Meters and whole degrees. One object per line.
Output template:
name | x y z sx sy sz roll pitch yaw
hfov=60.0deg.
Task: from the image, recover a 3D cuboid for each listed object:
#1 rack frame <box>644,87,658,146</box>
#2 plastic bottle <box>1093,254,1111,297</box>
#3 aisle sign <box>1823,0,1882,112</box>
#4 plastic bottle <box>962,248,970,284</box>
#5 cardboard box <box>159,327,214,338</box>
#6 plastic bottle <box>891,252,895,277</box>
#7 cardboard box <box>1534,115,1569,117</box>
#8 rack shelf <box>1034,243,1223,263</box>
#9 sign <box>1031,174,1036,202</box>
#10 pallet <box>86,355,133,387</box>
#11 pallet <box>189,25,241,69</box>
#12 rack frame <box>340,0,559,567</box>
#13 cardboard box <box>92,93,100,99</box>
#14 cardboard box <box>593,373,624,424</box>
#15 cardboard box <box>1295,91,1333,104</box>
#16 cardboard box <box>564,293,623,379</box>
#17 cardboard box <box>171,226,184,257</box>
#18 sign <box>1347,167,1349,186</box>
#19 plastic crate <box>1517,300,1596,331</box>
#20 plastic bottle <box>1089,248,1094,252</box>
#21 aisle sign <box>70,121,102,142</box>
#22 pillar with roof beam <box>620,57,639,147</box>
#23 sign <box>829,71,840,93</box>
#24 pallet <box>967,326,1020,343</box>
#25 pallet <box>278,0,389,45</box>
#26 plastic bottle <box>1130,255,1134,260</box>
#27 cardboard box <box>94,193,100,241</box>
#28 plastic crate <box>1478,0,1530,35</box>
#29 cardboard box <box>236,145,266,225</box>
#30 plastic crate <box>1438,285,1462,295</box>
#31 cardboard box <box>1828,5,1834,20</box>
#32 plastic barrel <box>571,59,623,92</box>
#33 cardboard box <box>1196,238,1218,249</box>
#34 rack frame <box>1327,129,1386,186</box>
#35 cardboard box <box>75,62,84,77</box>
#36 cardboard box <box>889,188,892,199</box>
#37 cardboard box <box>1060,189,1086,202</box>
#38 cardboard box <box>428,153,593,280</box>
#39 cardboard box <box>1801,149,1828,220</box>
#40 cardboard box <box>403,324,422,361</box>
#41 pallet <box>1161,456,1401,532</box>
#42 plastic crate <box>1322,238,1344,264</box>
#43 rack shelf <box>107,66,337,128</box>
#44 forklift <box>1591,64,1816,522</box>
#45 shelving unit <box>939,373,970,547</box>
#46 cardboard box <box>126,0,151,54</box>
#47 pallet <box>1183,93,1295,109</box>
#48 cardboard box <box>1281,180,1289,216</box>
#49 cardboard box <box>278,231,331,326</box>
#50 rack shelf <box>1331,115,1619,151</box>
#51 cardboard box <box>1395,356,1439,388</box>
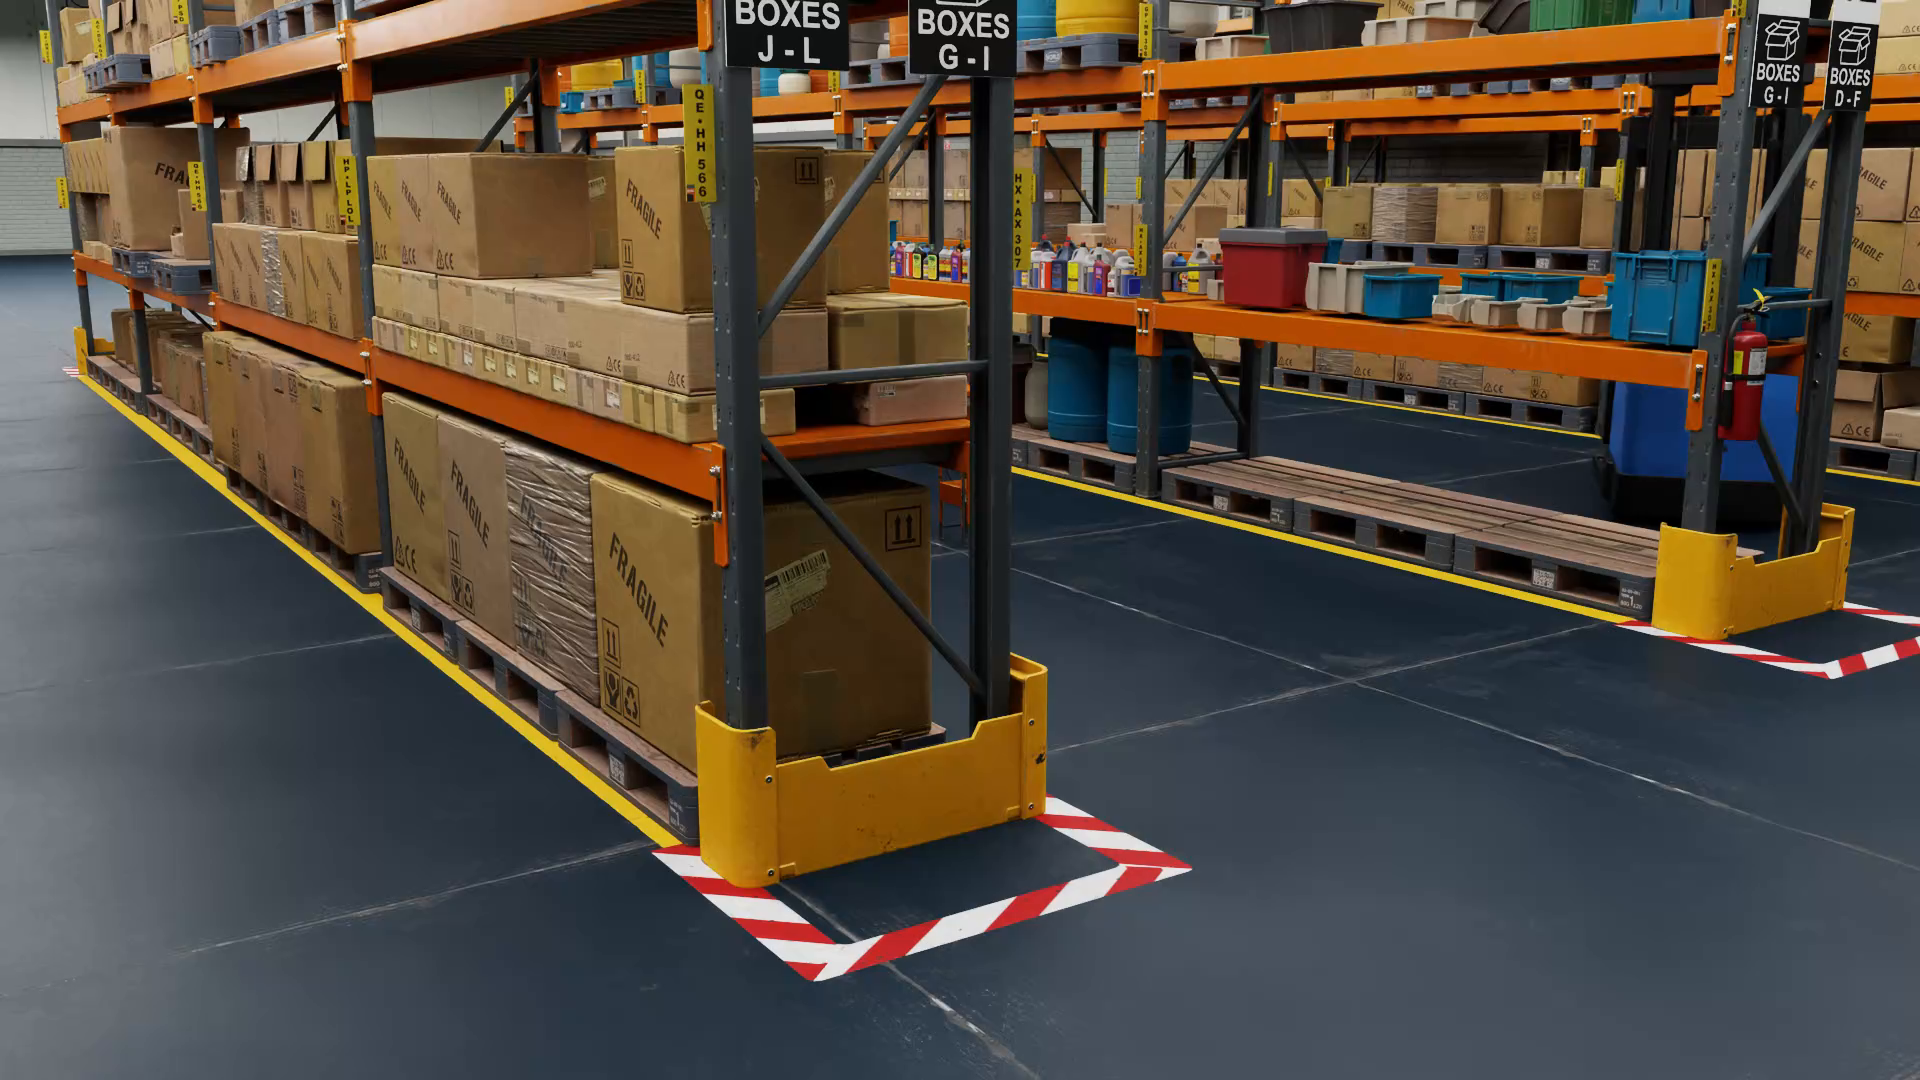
rack frame | -2.803 -3.228 17.603 1.000 3.000 0.127 -8 15 -33
plastic bottle | 0.975 -1.816 11.418 0.061 0.283 0.133 -8 15 -33
aisle sign | 4.132 -2.386 7.668 0.394 0.787 0.004 -8 15 -33
plastic bottle | 0.065 -2.110 12.788 0.097 0.271 0.097 0 12 0
cardboard box | -7.115 -1.702 15.491 0.500 0.500 0.500 -9 15 -34
plastic bottle | -0.521 -2.263 13.656 0.097 0.201 0.097 0 12 0
cardboard box | 7.037 -5.217 19.838 0.500 0.311 0.500 -8 15 -33
rack shelf | 2.430 -3.107 18.731 1.077 0.370 4.000 -8 15 -33
sign | 0.861 -4.210 19.878 0.100 0.325 0.005 -8 15 -33
pallet | -8.680 -1.829 17.731 1.003 0.211 1.213 -8 15 -33
pallet | -4.309 -3.196 10.874 1.213 0.211 1.003 -7 14 -30
rack frame | -2.494 -1.219 8.416 1.000 3.000 0.127 -8 15 -33
cardboard box | -7.677 -4.178 15.277 0.500 0.250 0.500 -8 14 -31
cardboard box | -1.034 -0.501 5.717 0.380 0.149 0.250 -8 15 -33
cardboard box | 3.808 -4.543 16.360 0.910 0.500 0.500 -8 15 -33
cardboard box | -1.048 -0.725 5.810 0.500 0.250 0.500 -8 15 -34
cardboard box | -5.859 -2.335 12.848 0.396 0.266 0.258 -9 15 -34
sign | 3.985 -3.695 17.214 0.100 0.325 0.005 -8 15 -33
plastic crate | 3.094 -1.171 8.674 0.396 0.136 0.243 -8 15 -33
plastic bottle | 1.007 -2.100 12.744 0.097 0.271 0.097 0 12 0
aisle sign | -9.427 -4.599 17.785 0.394 0.787 0.004 -8 15 -33
pillar with roof beam | -12.545 -11.780 42.664 9.100 9.000 0.548 -8 15 -33
sign | -1.041 -3.865 13.737 0.100 0.325 0.005 -8 15 -33
pallet | 0.237 -2.815 22.241 1.003 0.211 1.213 -8 15 -33
pallet | -3.043 -2.748 8.835 0.805 0.209 1.217 -9 15 -35
plastic bottle | 1.289 -2.022 12.360 0.061 0.283 0.133 -8 15 -33
cardboard box | -8.484 -3.372 17.329 0.875 0.500 0.500 -8 15 -33
plastic crate | 3.228 -2.833 8.921 0.504 0.338 0.767 -8 15 -33
cardboard box | -4.319 -2.338 10.948 0.797 0.503 0.637 -8 14 -31
plastic crate | 2.844 -1.432 9.865 0.293 0.136 0.466 -8 15 -33
cardboard box | 6.363 -3.733 12.068 0.500 0.250 0.500 -8 15 -33
plastic barrel | -4.282 -5.514 19.612 0.600 0.588 0.600 0 12 0
cardboard box | 2.785 -3.200 18.061 0.380 0.149 0.250 -7 14 -29
rack frame | 5.444 -4.401 22.965 1.000 3.000 0.127 -8 15 -33
cardboard box | -8.490 -4.629 16.403 0.380 0.149 0.250 -9 15 -35
cardboard box | -0.856 -4.796 23.018 0.380 0.149 0.250 -8 15 -33
cardboard box | 1.335 -4.250 20.524 0.380 0.149 0.250 -8 15 -33
cardboard box | -1.883 -1.362 6.967 0.500 0.500 0.500 -9 15 -35
cardboard box | 6.352 -2.628 12.284 0.500 0.500 0.500 -9 15 -34
cardboard box | -2.315 -0.911 7.595 0.380 0.149 0.250 -8 14 -31
pallet | 2.069 -0.317 10.818 1.003 0.211 1.213 -8 15 -33
plastic crate | 2.172 -1.784 10.897 0.392 0.384 0.575 -8 15 -33
rack shelf | -5.818 -3.400 13.052 1.077 0.370 4.000 -8 15 -33
forklift | 5.000 -1.803 11.246 1.130 2.935 3.031 4 13 17
shelving unit | 0.030 -0.503 9.706 0.215 1.050 0.252 -8 15 -33
cardboard box | -6.226 -4.100 13.344 0.797 0.503 0.637 -7 14 -30
pallet | 3.088 -4.586 17.231 1.213 0.211 1.003 -7 14 -30
cardboard box | 4.643 -4.839 23.519 0.500 0.500 0.500 -8 15 -33
cardboard box | -3.544 -1.500 9.465 0.500 0.500 0.500 -8 15 -33
rack shelf | 6.552 -5.159 21.095 1.077 0.370 4.000 -8 15 -33
cardboard box | 4.415 -1.707 15.468 0.500 0.500 0.500 -9 15 -35
